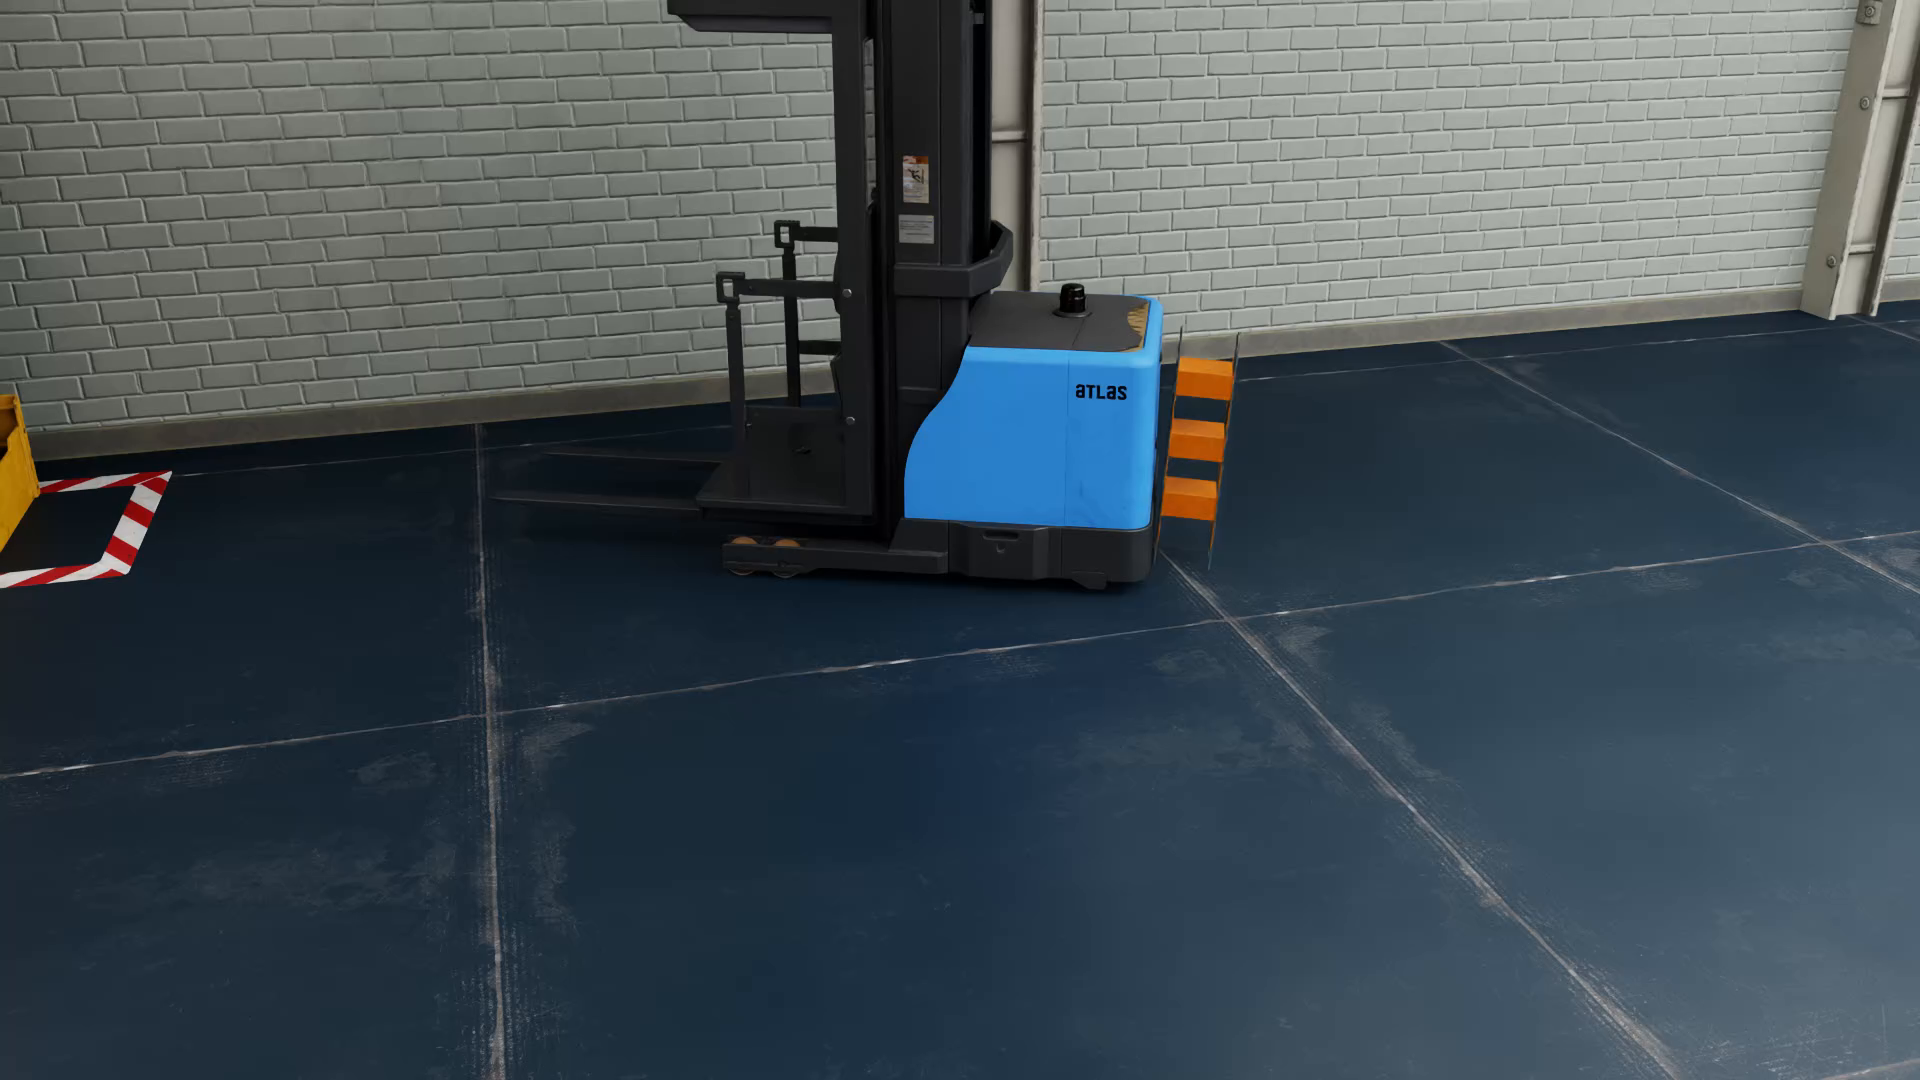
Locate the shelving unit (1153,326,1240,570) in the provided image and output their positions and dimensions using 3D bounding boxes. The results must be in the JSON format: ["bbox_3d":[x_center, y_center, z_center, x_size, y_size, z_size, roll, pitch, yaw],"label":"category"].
[{"bbox_3d":[1.038,-0.399,7.330,0.252,1.050,0.215,6,24,6],"label":"shelving unit"}]

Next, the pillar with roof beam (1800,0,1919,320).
[{"bbox_3d":[7.166,-4.064,5.809,0.400,9.000,9.100,-6,24,-14],"label":"pillar with roof beam"}]

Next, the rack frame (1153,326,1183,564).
[{"bbox_3d":[0.918,-0.412,7.342,0.008,1.050,0.200,6,24,6],"label":"rack frame"}]

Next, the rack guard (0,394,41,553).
[{"bbox_3d":[-4.614,-0.249,7.696,0.348,0.500,1.175,-6,24,-14],"label":"rack guard"}]

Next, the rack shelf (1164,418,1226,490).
[{"bbox_3d":[1.038,-0.389,7.334,0.240,0.259,0.215,6,24,6],"label":"rack shelf"}]

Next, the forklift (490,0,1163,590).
[{"bbox_3d":[-0.616,-1.382,7.253,3.031,2.935,1.130,3,23,7],"label":"forklift"}]

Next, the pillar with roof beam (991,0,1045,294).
[{"bbox_3d":[1.389,-3.425,4.319,0.400,9.000,9.100,-6,24,-14],"label":"pillar with roof beam"}]

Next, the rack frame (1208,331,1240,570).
[{"bbox_3d":[1.159,-0.385,7.317,0.008,1.050,0.200,6,24,6],"label":"rack frame"}]

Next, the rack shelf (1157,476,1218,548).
[{"bbox_3d":[1.020,-0.135,7.445,0.240,0.259,0.215,6,24,6],"label":"rack shelf"}]

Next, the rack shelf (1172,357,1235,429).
[{"bbox_3d":[1.055,-0.648,7.220,0.240,0.259,0.215,6,24,6],"label":"rack shelf"}]
